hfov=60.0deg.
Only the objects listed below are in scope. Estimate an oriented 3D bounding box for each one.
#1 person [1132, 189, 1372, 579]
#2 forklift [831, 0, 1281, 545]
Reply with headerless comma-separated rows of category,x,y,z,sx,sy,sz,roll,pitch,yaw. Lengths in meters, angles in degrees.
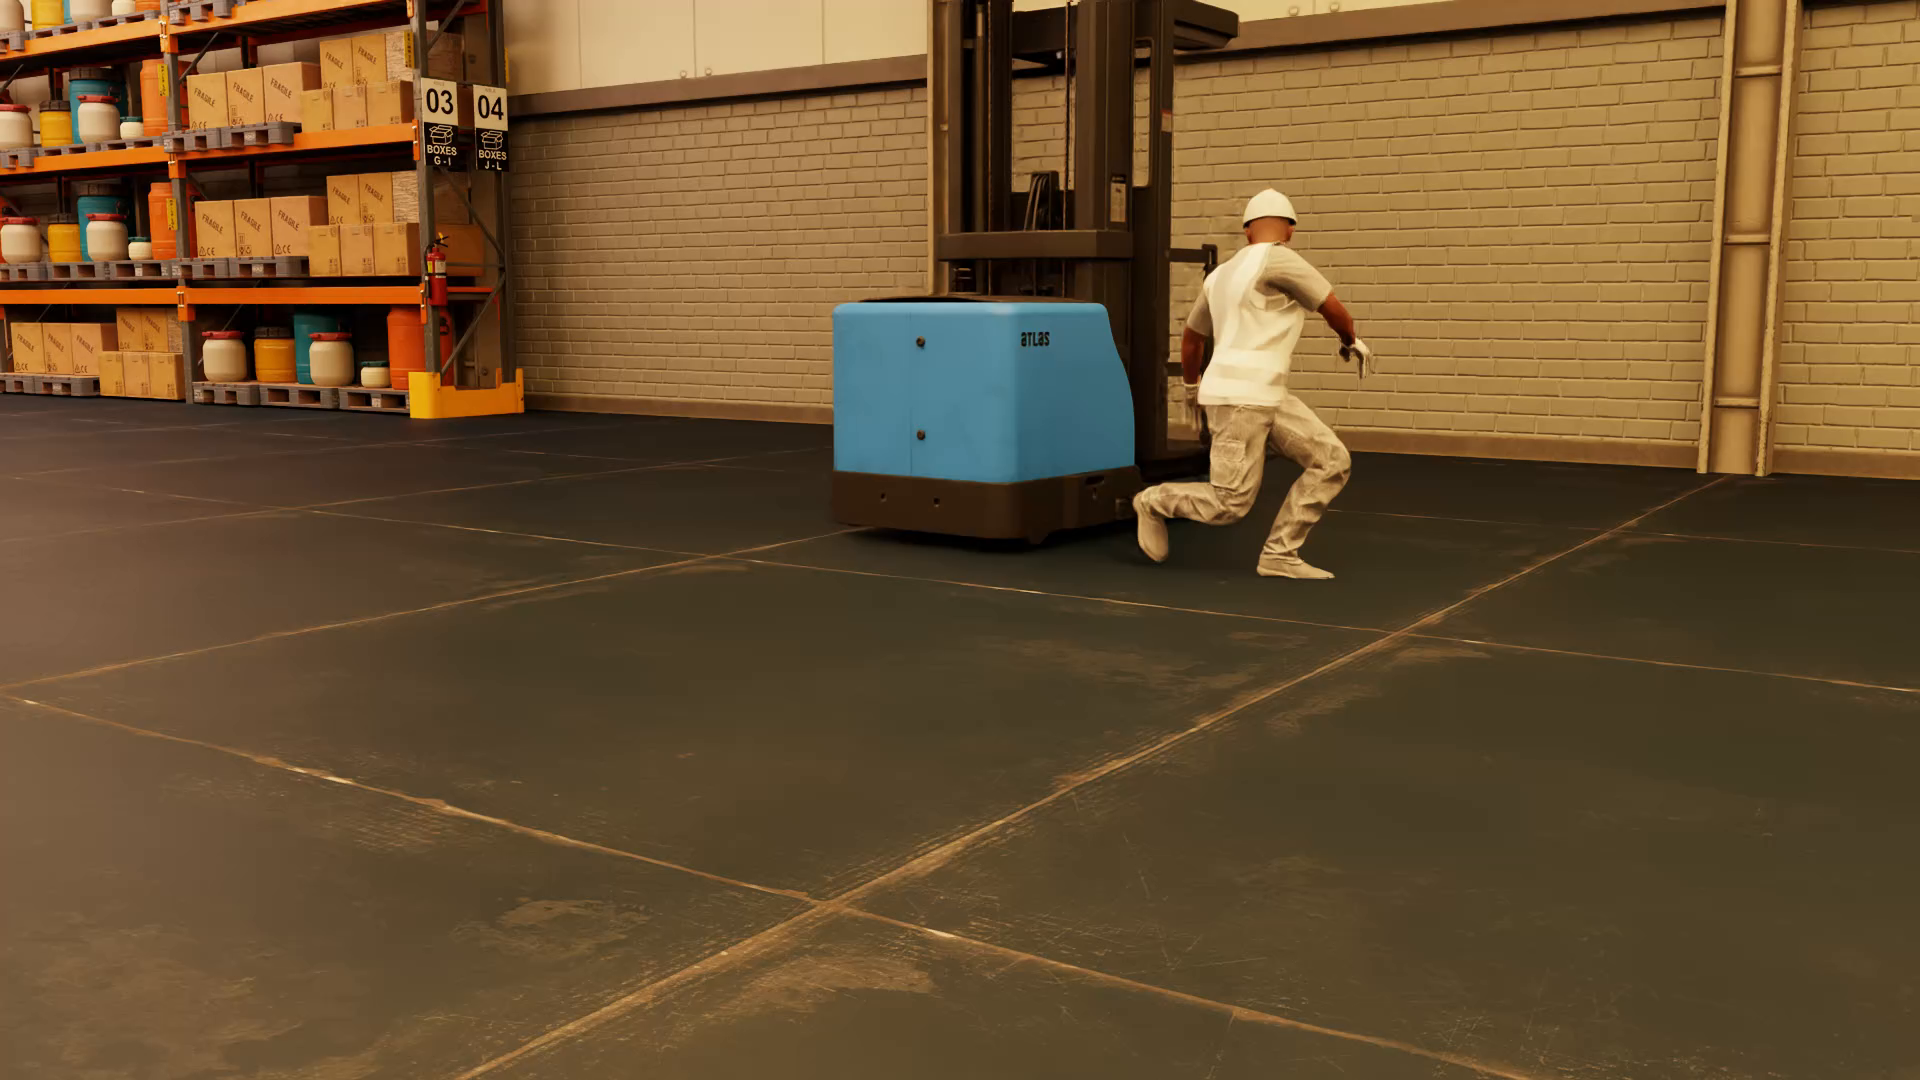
person,1.148,-0.614,6.642,0.935,1.549,0.670,3,9,20
forklift,0.694,-1.591,8.380,1.130,2.935,3.031,6,10,37
